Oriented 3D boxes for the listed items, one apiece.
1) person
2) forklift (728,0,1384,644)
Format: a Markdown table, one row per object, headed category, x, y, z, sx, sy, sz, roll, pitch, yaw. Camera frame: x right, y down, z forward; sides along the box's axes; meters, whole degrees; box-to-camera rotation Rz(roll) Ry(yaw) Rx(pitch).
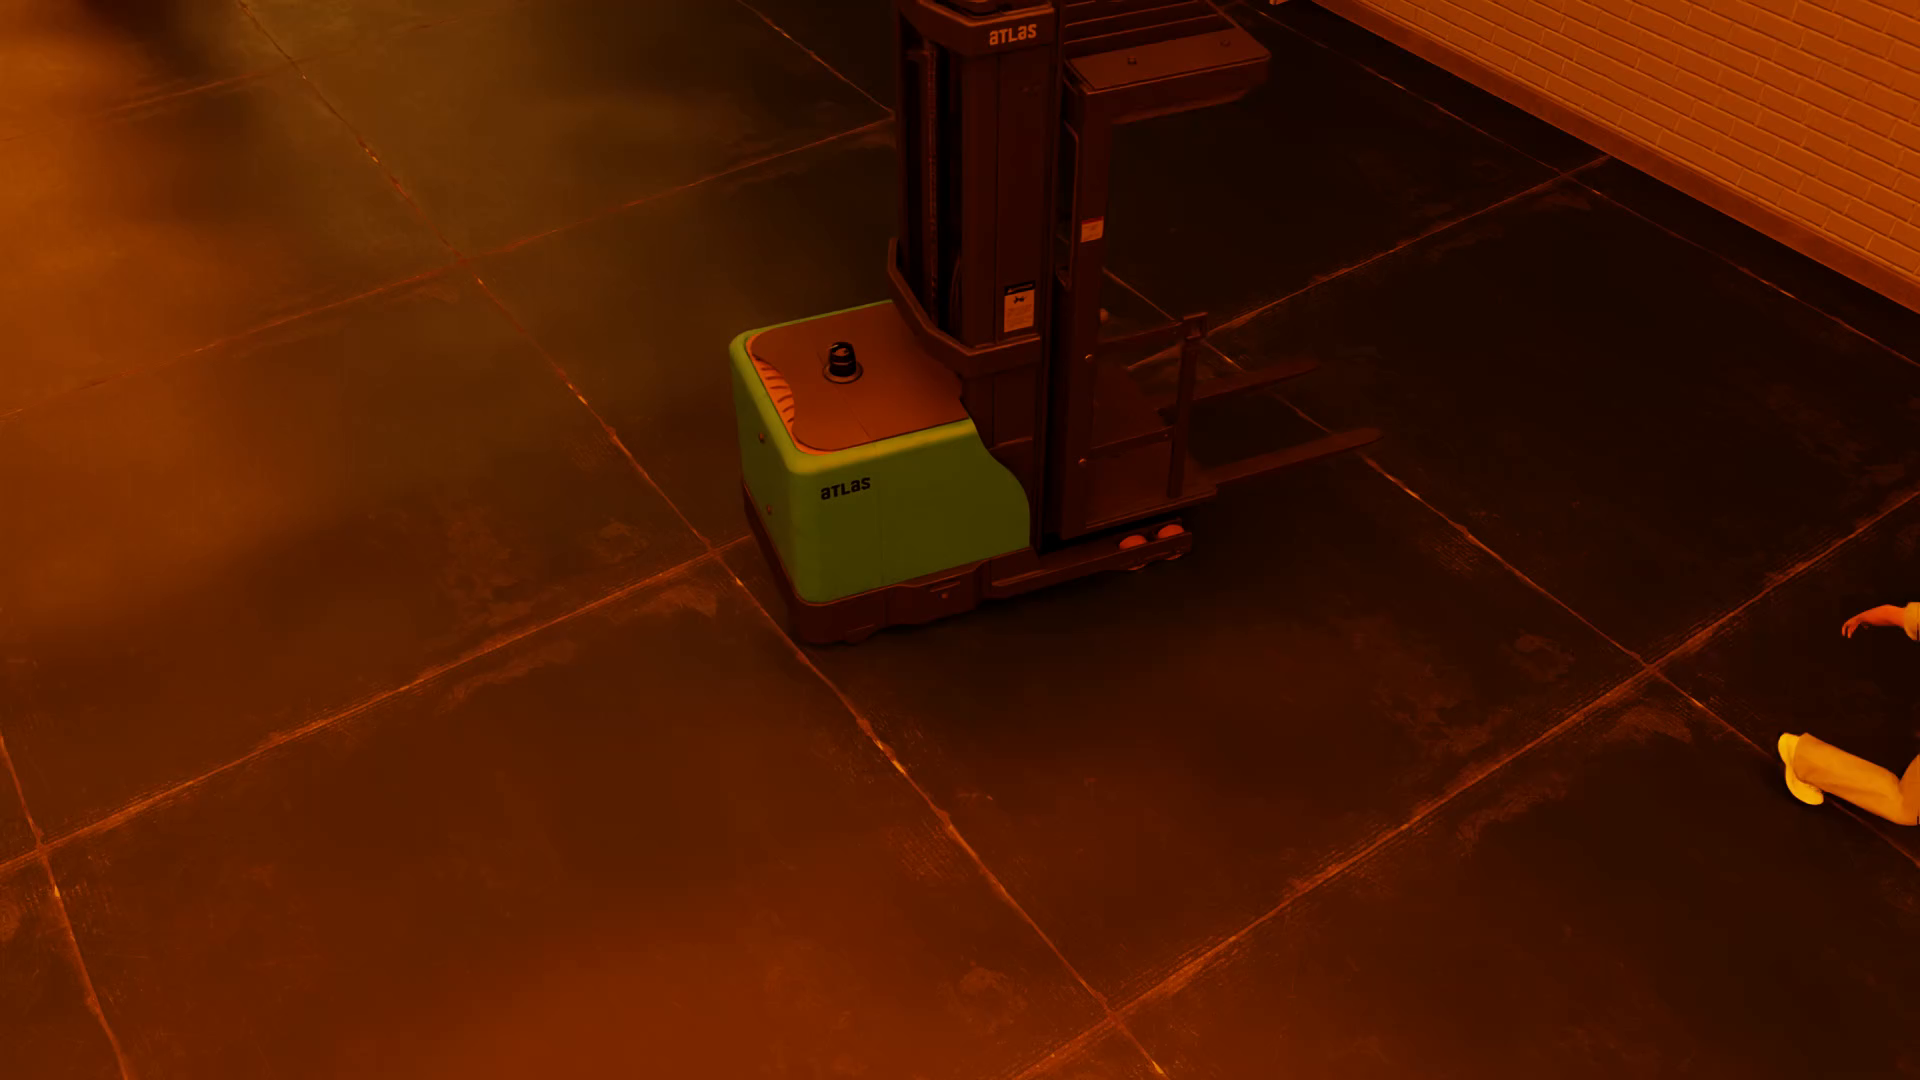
| category | x | y | z | sx | sy | sz | roll | pitch | yaw |
| --- | --- | --- | --- | --- | --- | --- | --- | --- | --- |
| person | 3.741 | 0.567 | 6.262 | 0.946 | 1.440 | 0.684 | 10 | 44 | 11 |
| forklift | 0.541 | -1.255 | 7.078 | 3.031 | 2.935 | 1.130 | -15 | 45 | -16 |
